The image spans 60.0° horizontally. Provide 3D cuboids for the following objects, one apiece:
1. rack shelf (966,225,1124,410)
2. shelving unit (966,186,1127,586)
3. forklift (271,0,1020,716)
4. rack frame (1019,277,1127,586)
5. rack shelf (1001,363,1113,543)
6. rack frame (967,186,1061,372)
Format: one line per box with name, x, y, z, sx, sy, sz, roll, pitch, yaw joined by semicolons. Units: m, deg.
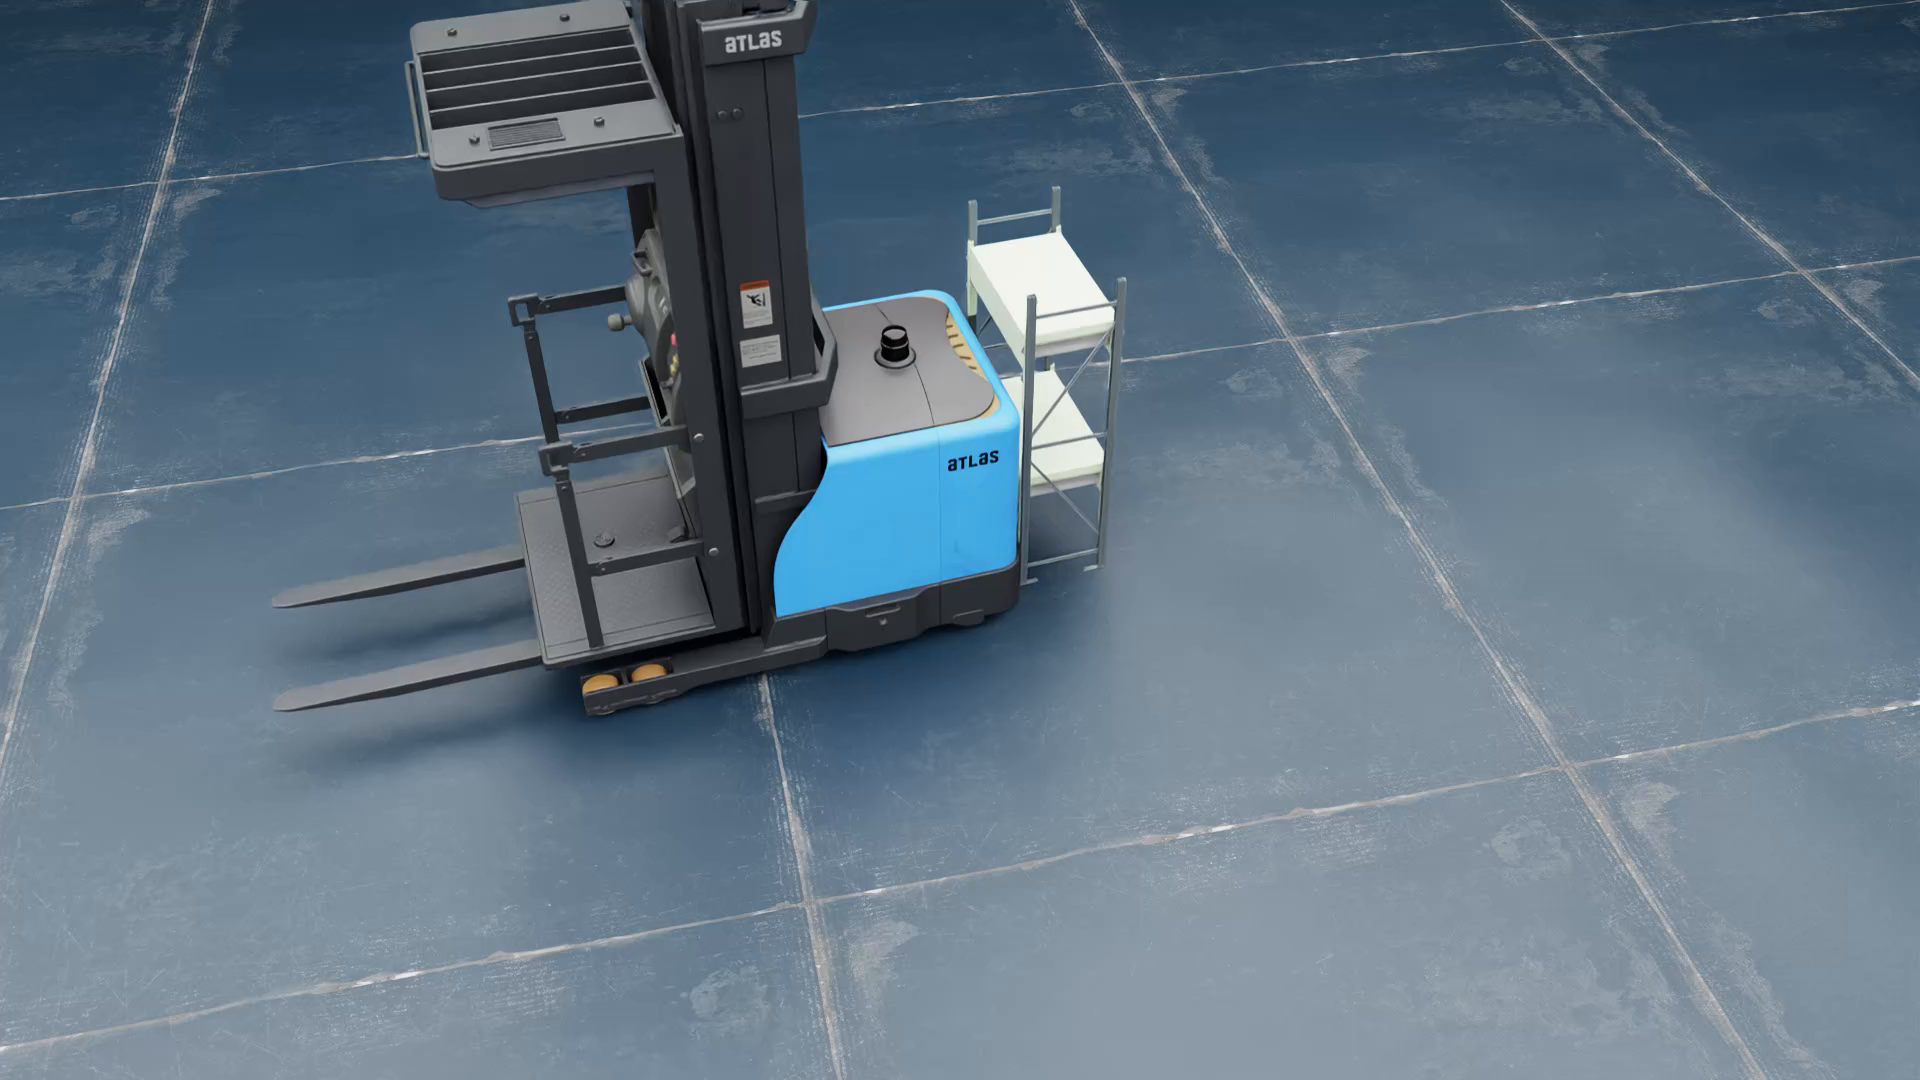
rack shelf;0.337;-0.928;6.860;0.431;0.370;0.720;-12;43;-13
shelving unit;0.337;-0.636;7.119;0.431;1.500;0.755;-12;43;-13
forklift;-1.325;-0.784;6.207;3.031;2.935;1.130;-12;43;-13
rack frame;0.448;-0.405;6.858;0.400;1.500;0.023;-12;43;-13
rack shelf;0.337;-0.393;7.335;0.431;0.370;0.720;-12;43;-13
rack frame;0.226;-0.868;7.380;0.400;1.500;0.023;-12;43;-13
